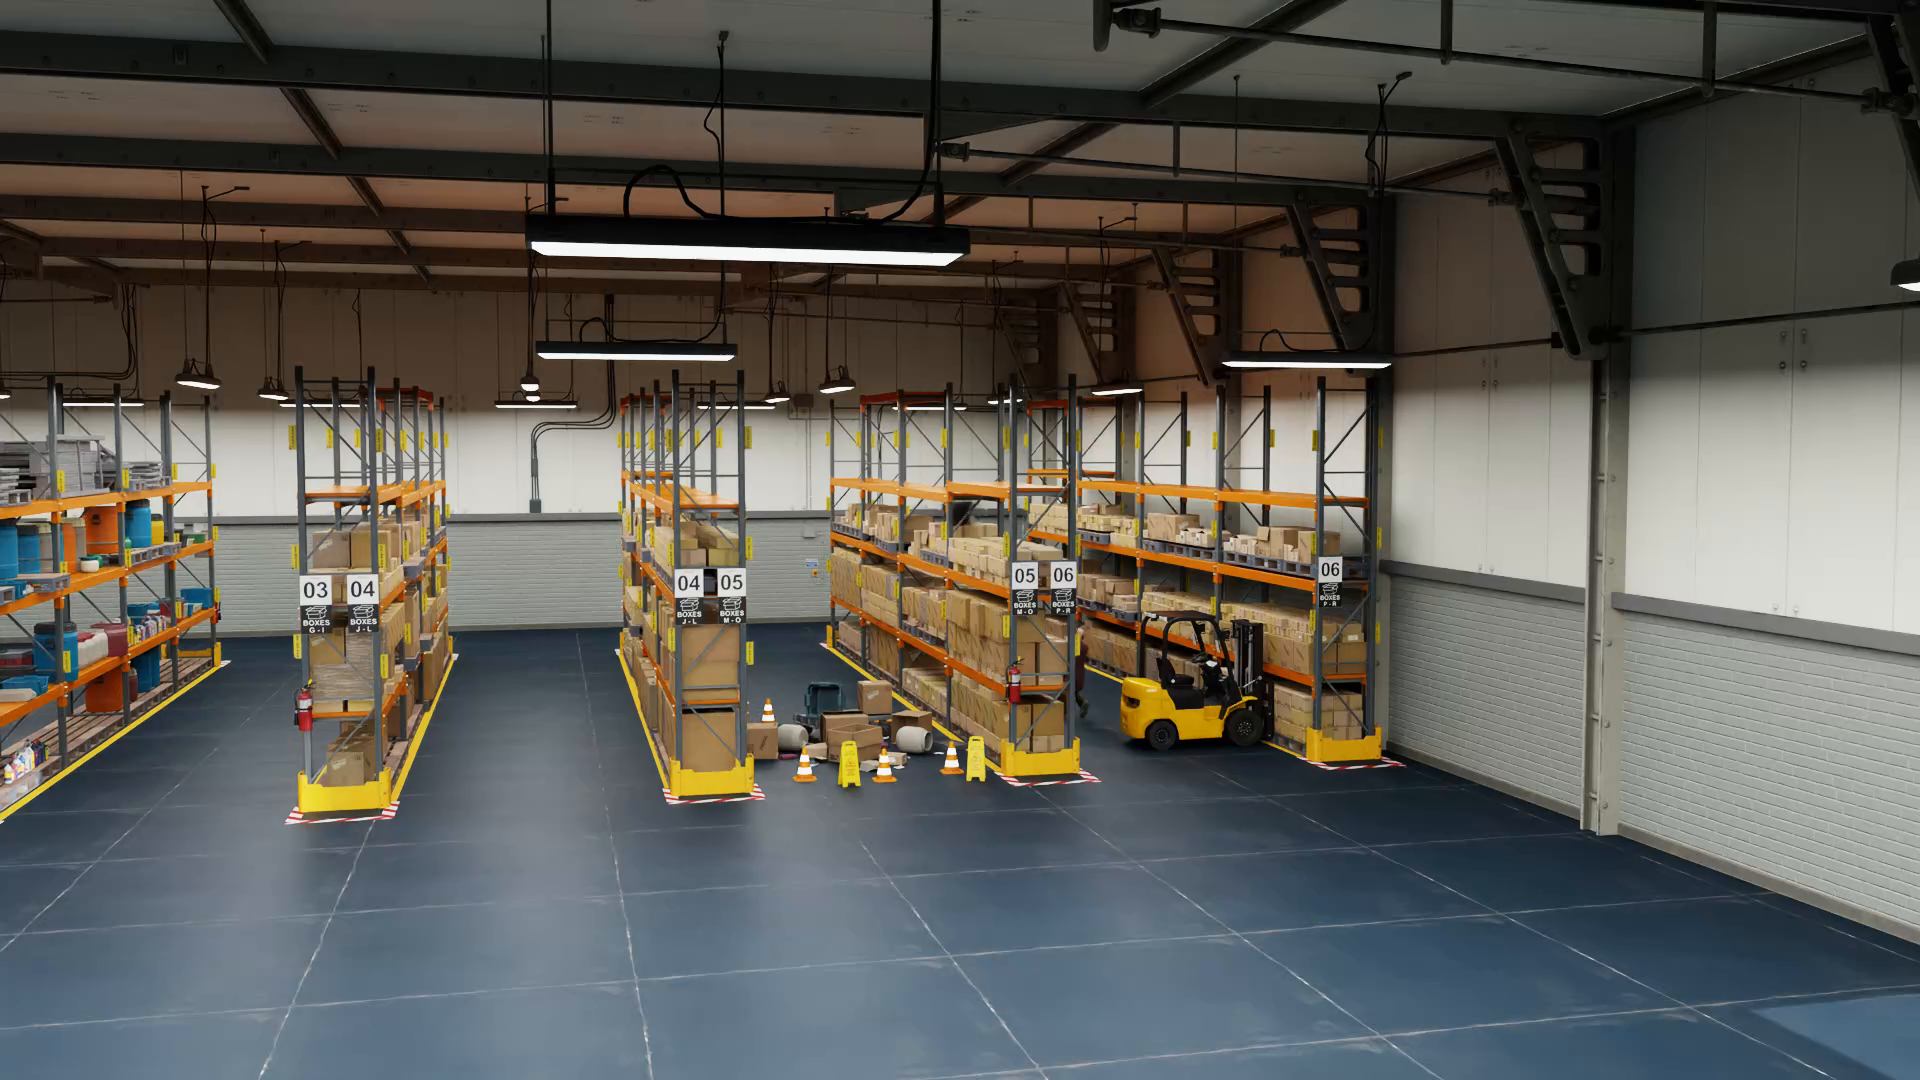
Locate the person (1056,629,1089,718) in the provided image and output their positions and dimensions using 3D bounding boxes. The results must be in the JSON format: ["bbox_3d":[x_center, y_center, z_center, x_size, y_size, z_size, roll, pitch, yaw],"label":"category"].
[{"bbox_3d":[1.981,2.402,29.883,0.645,1.642,0.882,-3,4,-37],"label":"person"}]
